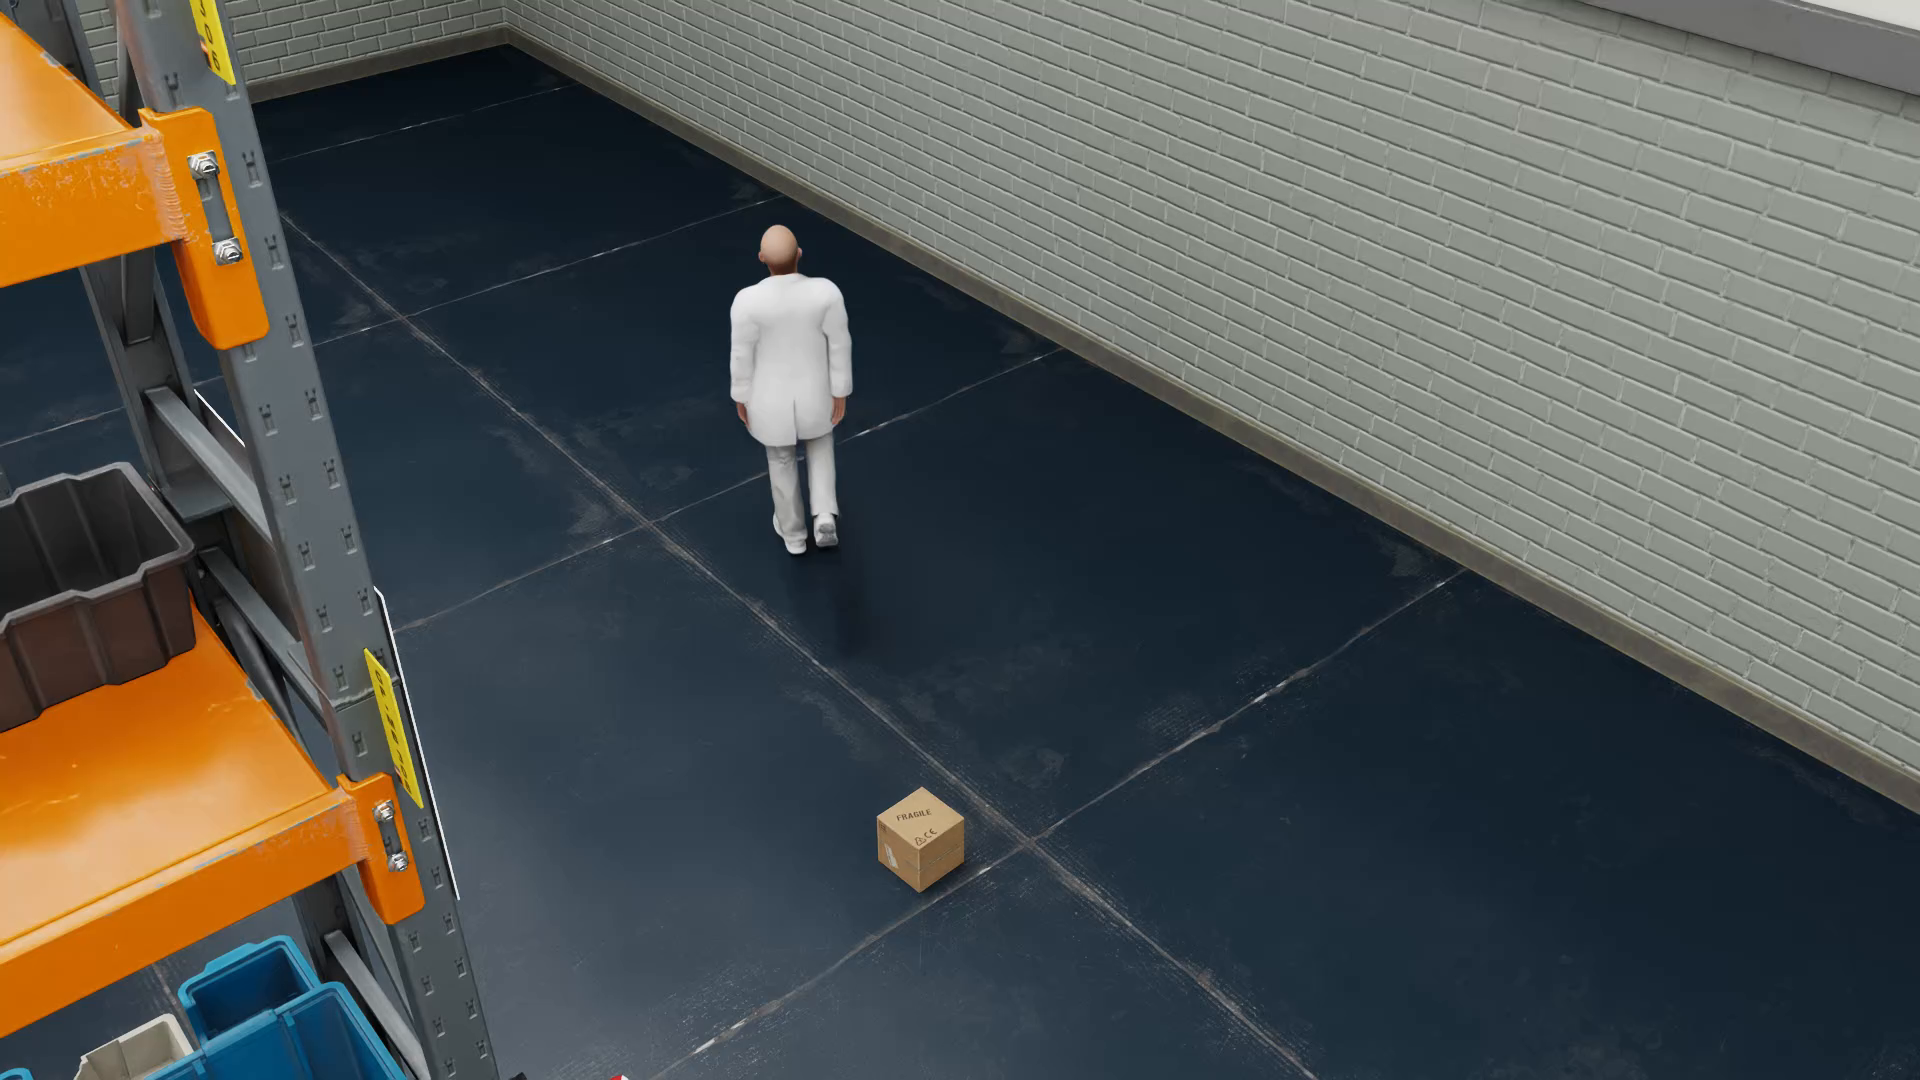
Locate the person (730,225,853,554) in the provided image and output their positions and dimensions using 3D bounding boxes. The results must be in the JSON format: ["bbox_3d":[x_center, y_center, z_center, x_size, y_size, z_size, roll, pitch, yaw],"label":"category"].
[{"bbox_3d":[-0.812,-0.707,8.045,0.581,1.775,0.554,-9,36,-12],"label":"person"}]
